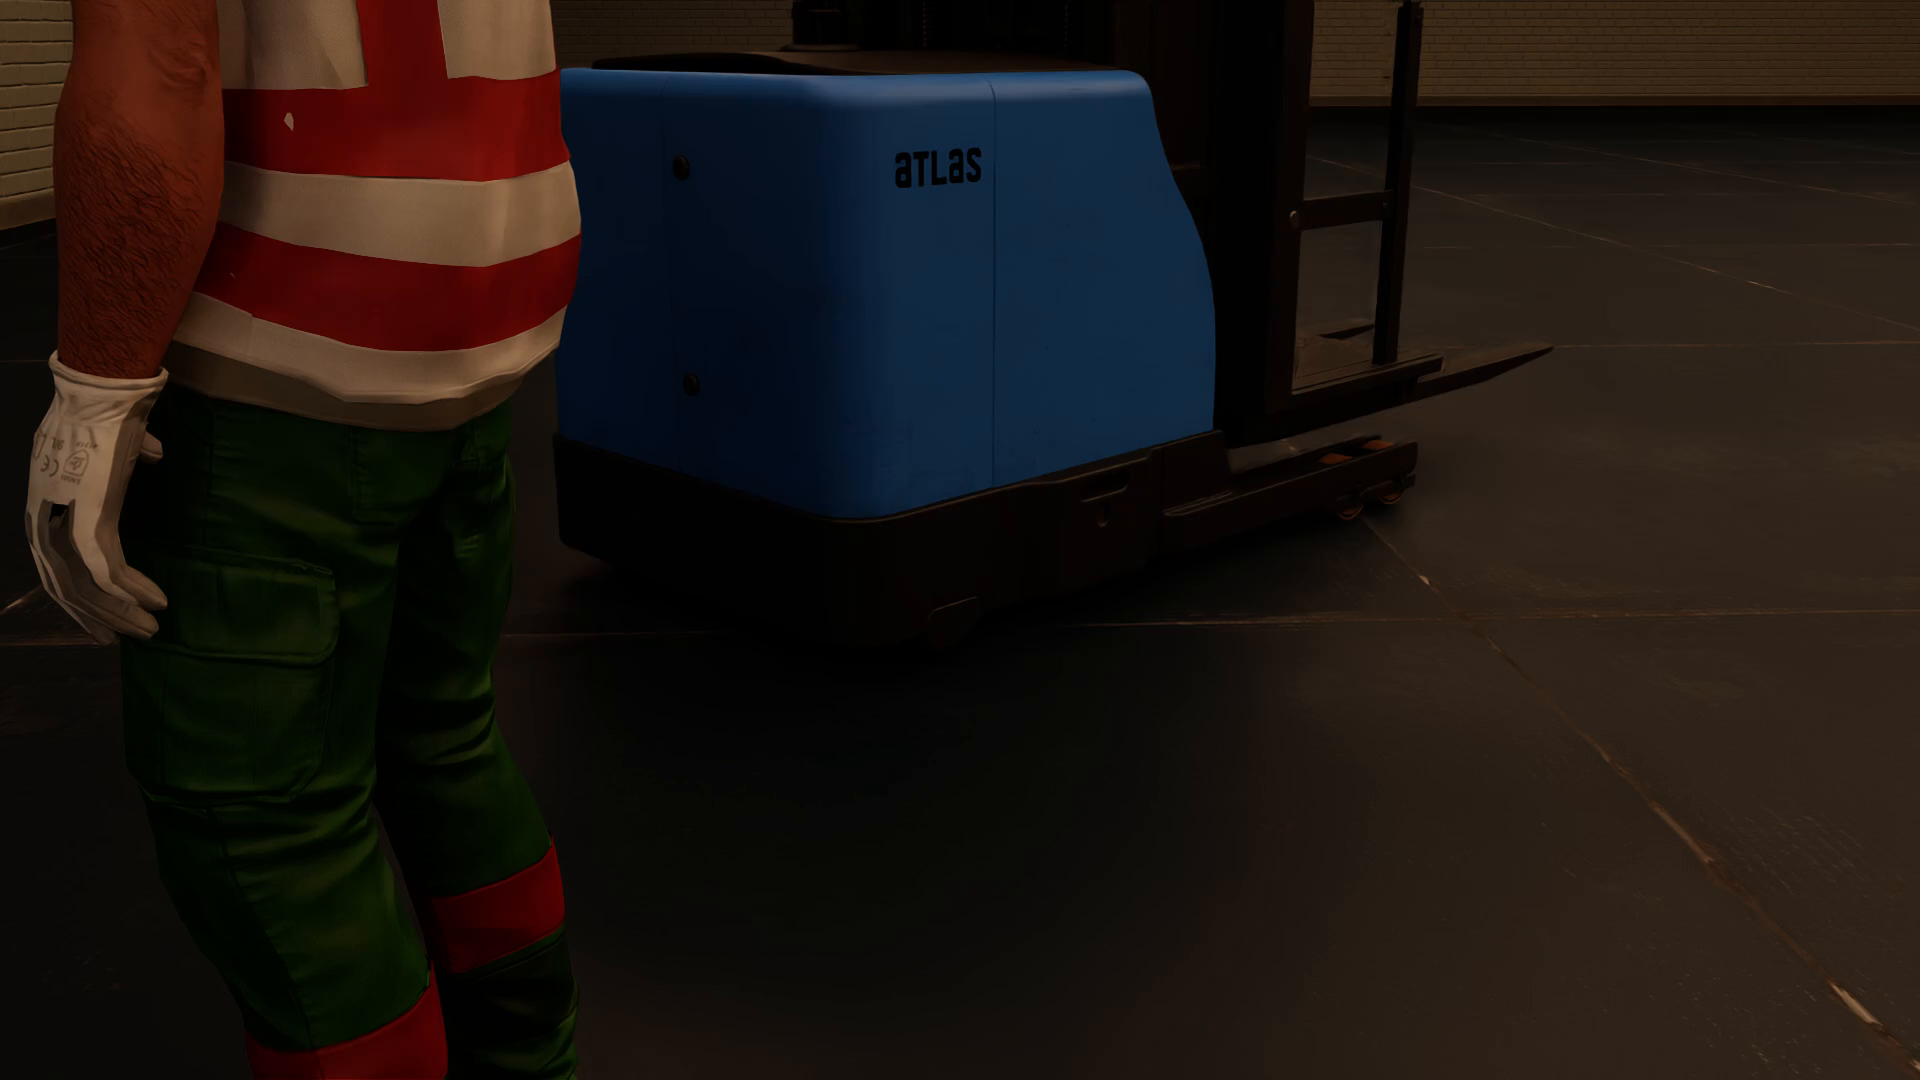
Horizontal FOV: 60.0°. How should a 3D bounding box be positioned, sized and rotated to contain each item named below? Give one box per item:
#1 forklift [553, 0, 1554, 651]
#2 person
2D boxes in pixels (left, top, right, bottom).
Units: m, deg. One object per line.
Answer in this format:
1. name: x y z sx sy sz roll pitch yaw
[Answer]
1. forklift: 0.516 -1.543 3.953 3.031 2.935 1.130 -16 23 -42
2. person: -0.552 -0.150 1.375 0.451 1.778 0.611 2 17 8
